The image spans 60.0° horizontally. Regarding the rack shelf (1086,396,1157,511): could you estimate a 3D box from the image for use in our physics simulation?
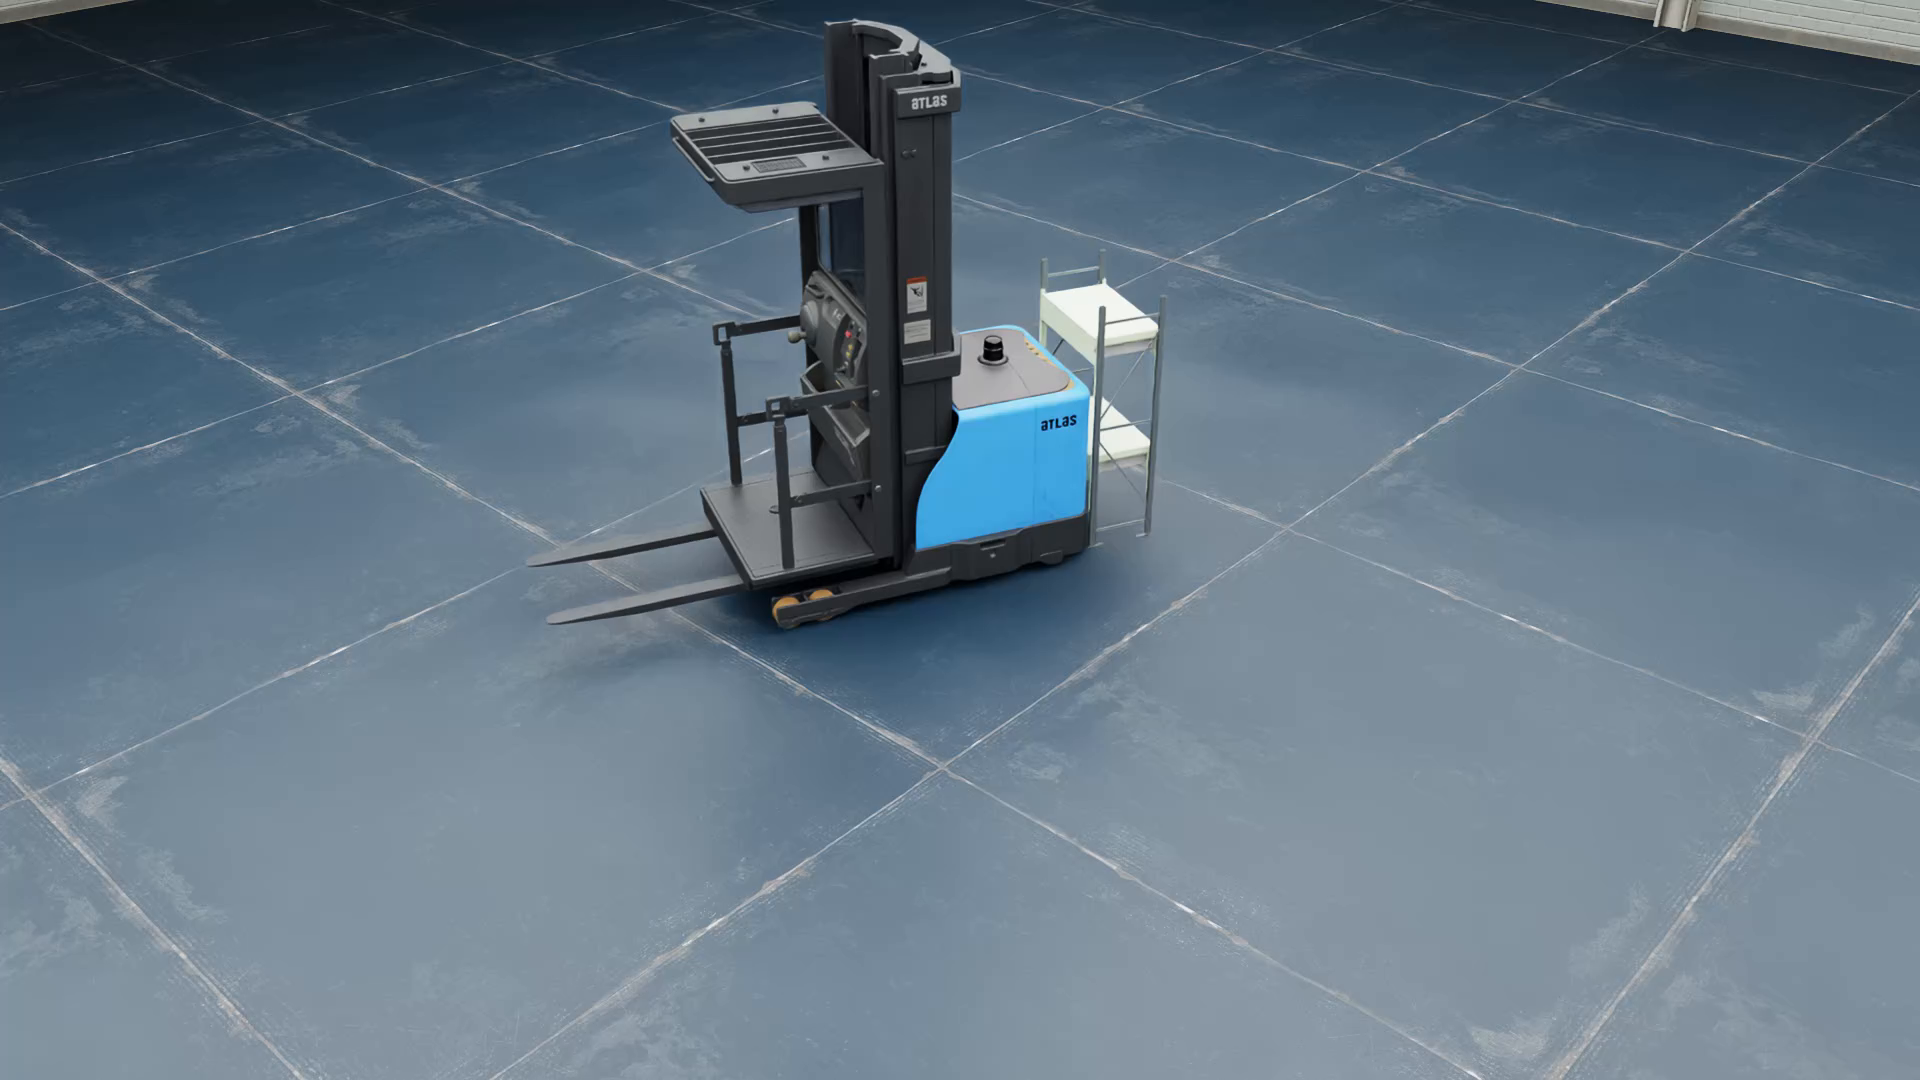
[{"bbox_3d":[0.789,-0.534,9.759,0.431,0.370,0.720,-12,33,-19],"label":"rack shelf"}]

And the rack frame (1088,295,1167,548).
[{"bbox_3d":[0.929,-0.639,9.301,0.400,1.500,0.023,-12,33,-19],"label":"rack frame"}]

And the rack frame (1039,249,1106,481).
[{"bbox_3d":[0.649,-0.987,9.881,0.400,1.500,0.023,-12,33,-19],"label":"rack frame"}]

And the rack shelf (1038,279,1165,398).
[{"bbox_3d":[0.789,-1.147,9.390,0.431,0.370,0.720,-12,33,-19],"label":"rack shelf"}]

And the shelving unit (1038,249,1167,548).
[{"bbox_3d":[0.789,-0.813,9.591,0.431,1.500,0.755,-12,33,-19],"label":"shelving unit"}]

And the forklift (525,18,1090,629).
[{"bbox_3d":[-0.848,-1.091,8.665,3.031,2.935,1.130,-12,33,-19],"label":"forklift"}]

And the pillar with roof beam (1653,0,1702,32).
[{"bbox_3d":[5.661,-8.356,14.850,0.400,9.000,9.100,25,39,35],"label":"pillar with roof beam"}]
